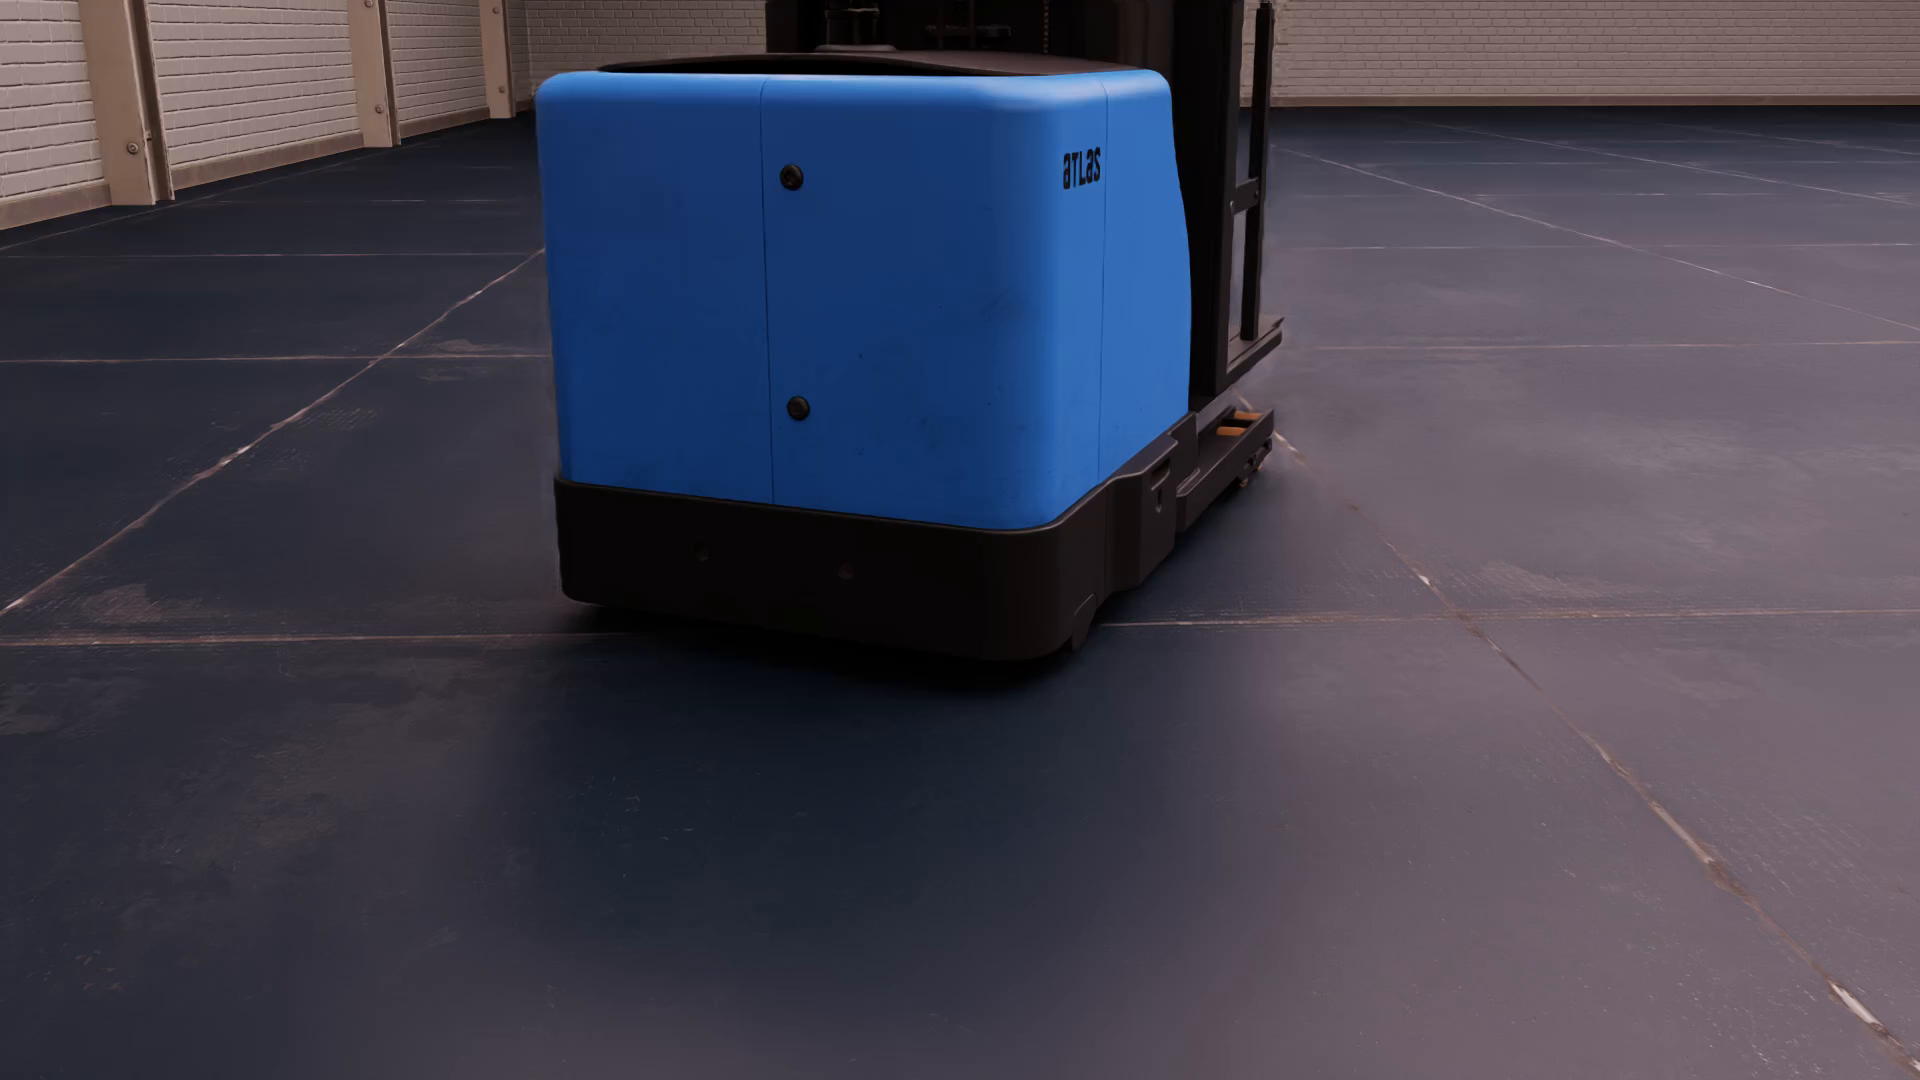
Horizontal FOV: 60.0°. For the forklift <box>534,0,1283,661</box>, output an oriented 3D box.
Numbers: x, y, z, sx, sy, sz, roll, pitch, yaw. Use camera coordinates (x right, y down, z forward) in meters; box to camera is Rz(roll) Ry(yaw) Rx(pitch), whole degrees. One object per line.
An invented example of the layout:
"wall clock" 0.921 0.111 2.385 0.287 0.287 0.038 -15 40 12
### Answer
"forklift" 0.215 -1.575 4.056 1.130 2.935 3.031 7 18 21
